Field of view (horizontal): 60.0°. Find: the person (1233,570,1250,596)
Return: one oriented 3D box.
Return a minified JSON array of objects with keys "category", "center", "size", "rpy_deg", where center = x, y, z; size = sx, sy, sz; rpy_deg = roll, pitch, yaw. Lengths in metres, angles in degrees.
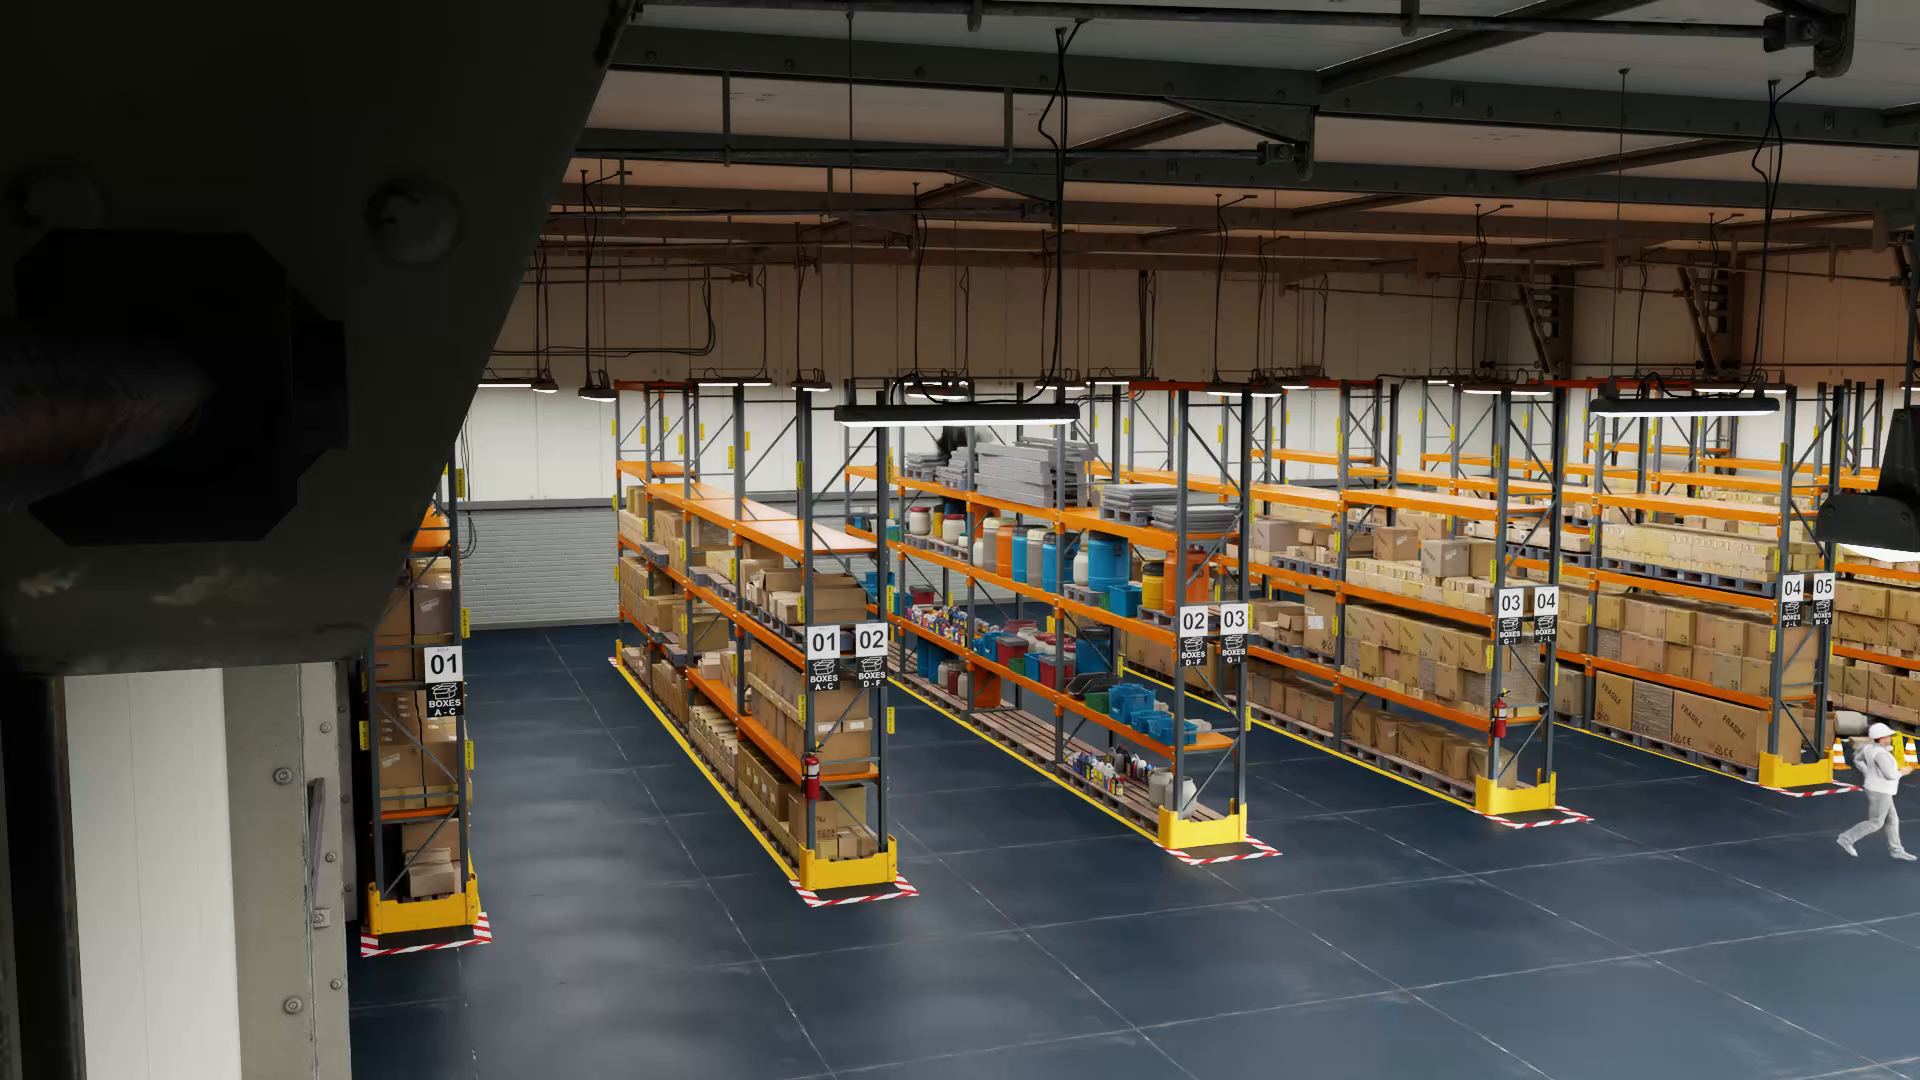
[{"category":"person","center":[6.290,1.508,37.709],"size":[0.598,1.700,0.881],"rpy_deg":[-2,6,-16]}]

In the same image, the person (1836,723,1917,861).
[{"category":"person","center":[11.685,3.196,21.133],"size":[0.971,1.758,0.657],"rpy_deg":[2,6,15]}]

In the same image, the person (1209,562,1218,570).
[{"category":"person","center":[5.845,1.361,38.930],"size":[0.730,1.742,0.708],"rpy_deg":[-1,6,-12]}]

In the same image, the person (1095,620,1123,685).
[{"category":"person","center":[2.775,1.972,31.017],"size":[0.703,1.644,0.983],"rpy_deg":[-4,7,-32]}]
